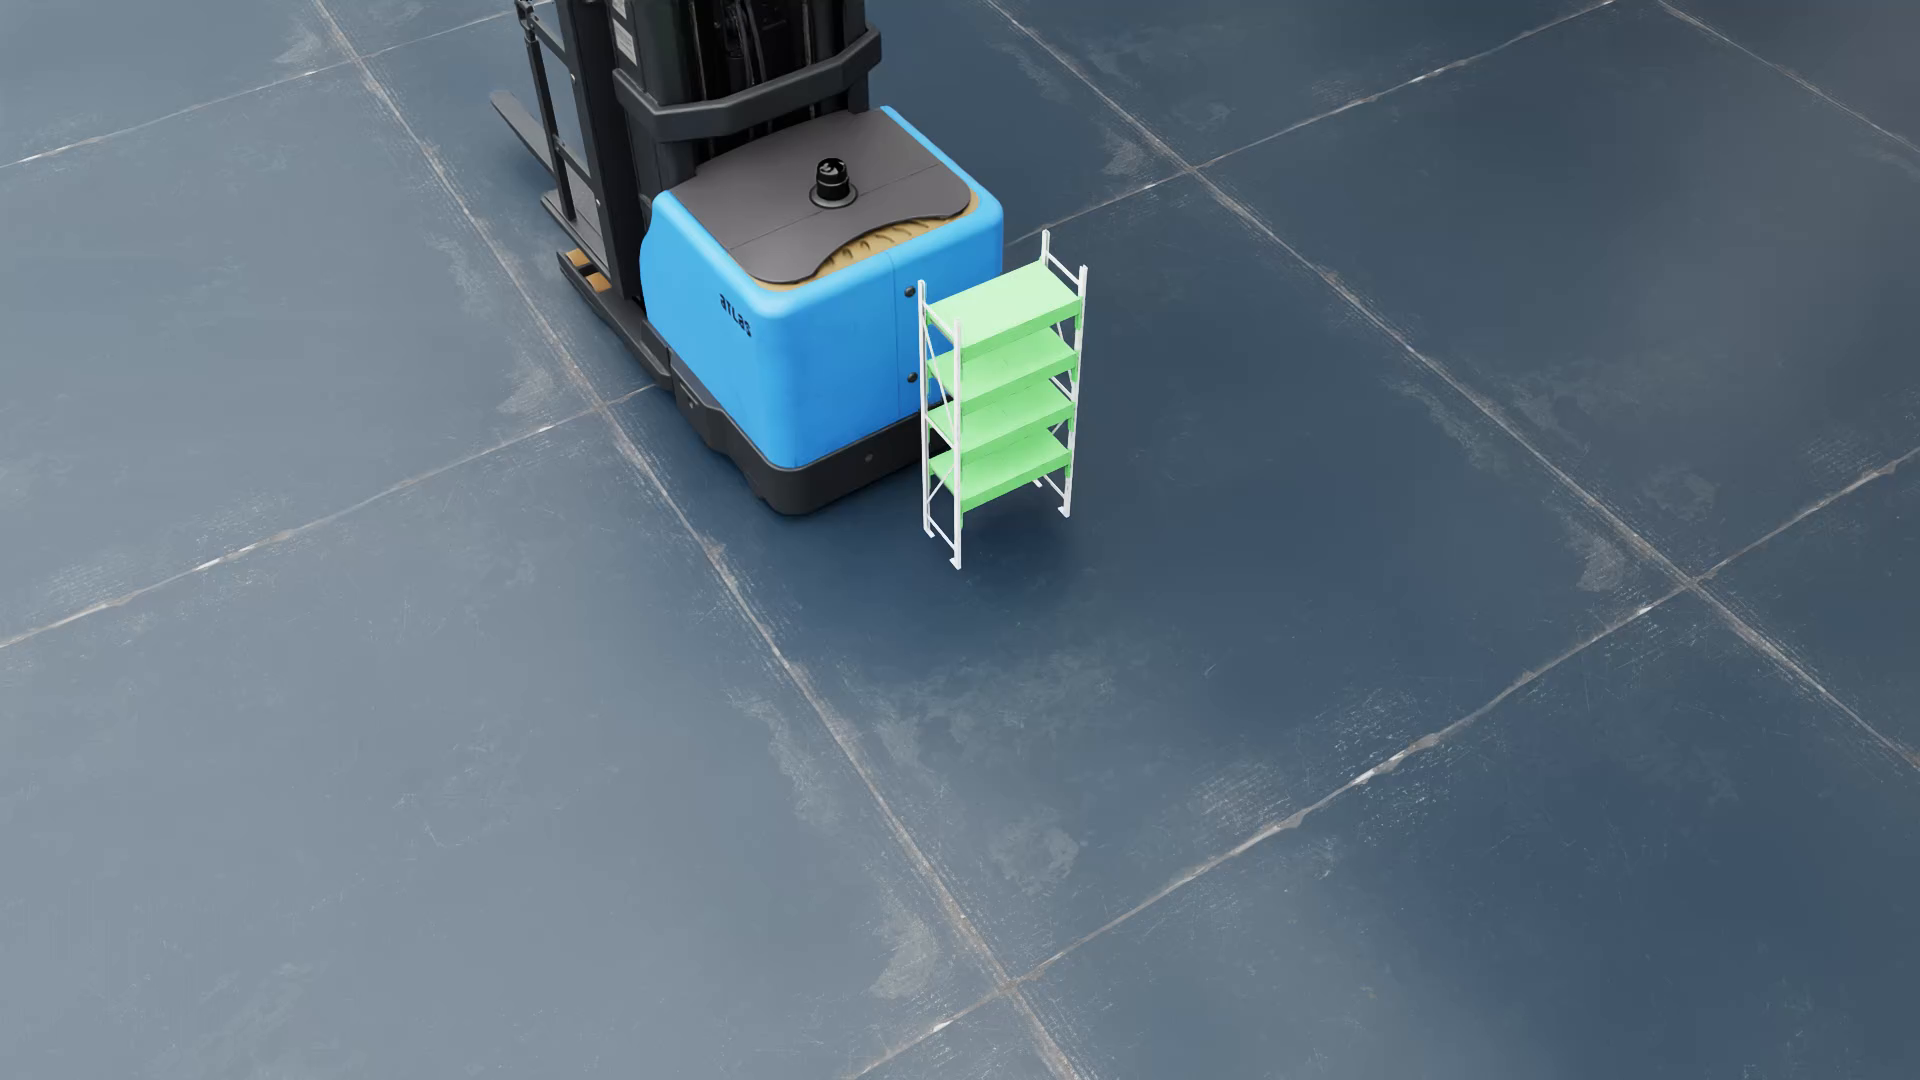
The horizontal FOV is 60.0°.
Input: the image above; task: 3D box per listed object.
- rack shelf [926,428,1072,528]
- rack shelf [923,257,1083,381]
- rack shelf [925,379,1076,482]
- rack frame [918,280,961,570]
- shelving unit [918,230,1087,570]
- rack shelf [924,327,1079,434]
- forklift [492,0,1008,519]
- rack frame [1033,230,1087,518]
[{"bbox_3d":[0.140,-0.263,6.088,0.480,0.148,0.258,-25,53,-21],"label":"rack shelf"},{"bbox_3d":[0.140,-0.742,5.550,0.480,0.148,0.258,-25,53,-21],"label":"rack shelf"},{"bbox_3d":[0.140,-0.422,5.908,0.480,0.148,0.258,-25,53,-21],"label":"rack shelf"},{"bbox_3d":[-0.066,-0.368,5.774,0.015,1.200,0.240,-25,53,-21],"label":"rack frame"},{"bbox_3d":[0.140,-0.465,5.861,0.503,1.200,0.258,-25,53,-21],"label":"shelving unit"},{"bbox_3d":[0.140,-0.582,5.729,0.480,0.148,0.258,-25,53,-21],"label":"rack shelf"},{"bbox_3d":[-1.065,-2.125,6.179,1.130,2.935,3.031,-27,54,-22],"label":"forklift"},{"bbox_3d":[0.346,-0.562,5.947,0.015,1.200,0.240,-25,53,-21],"label":"rack frame"}]
